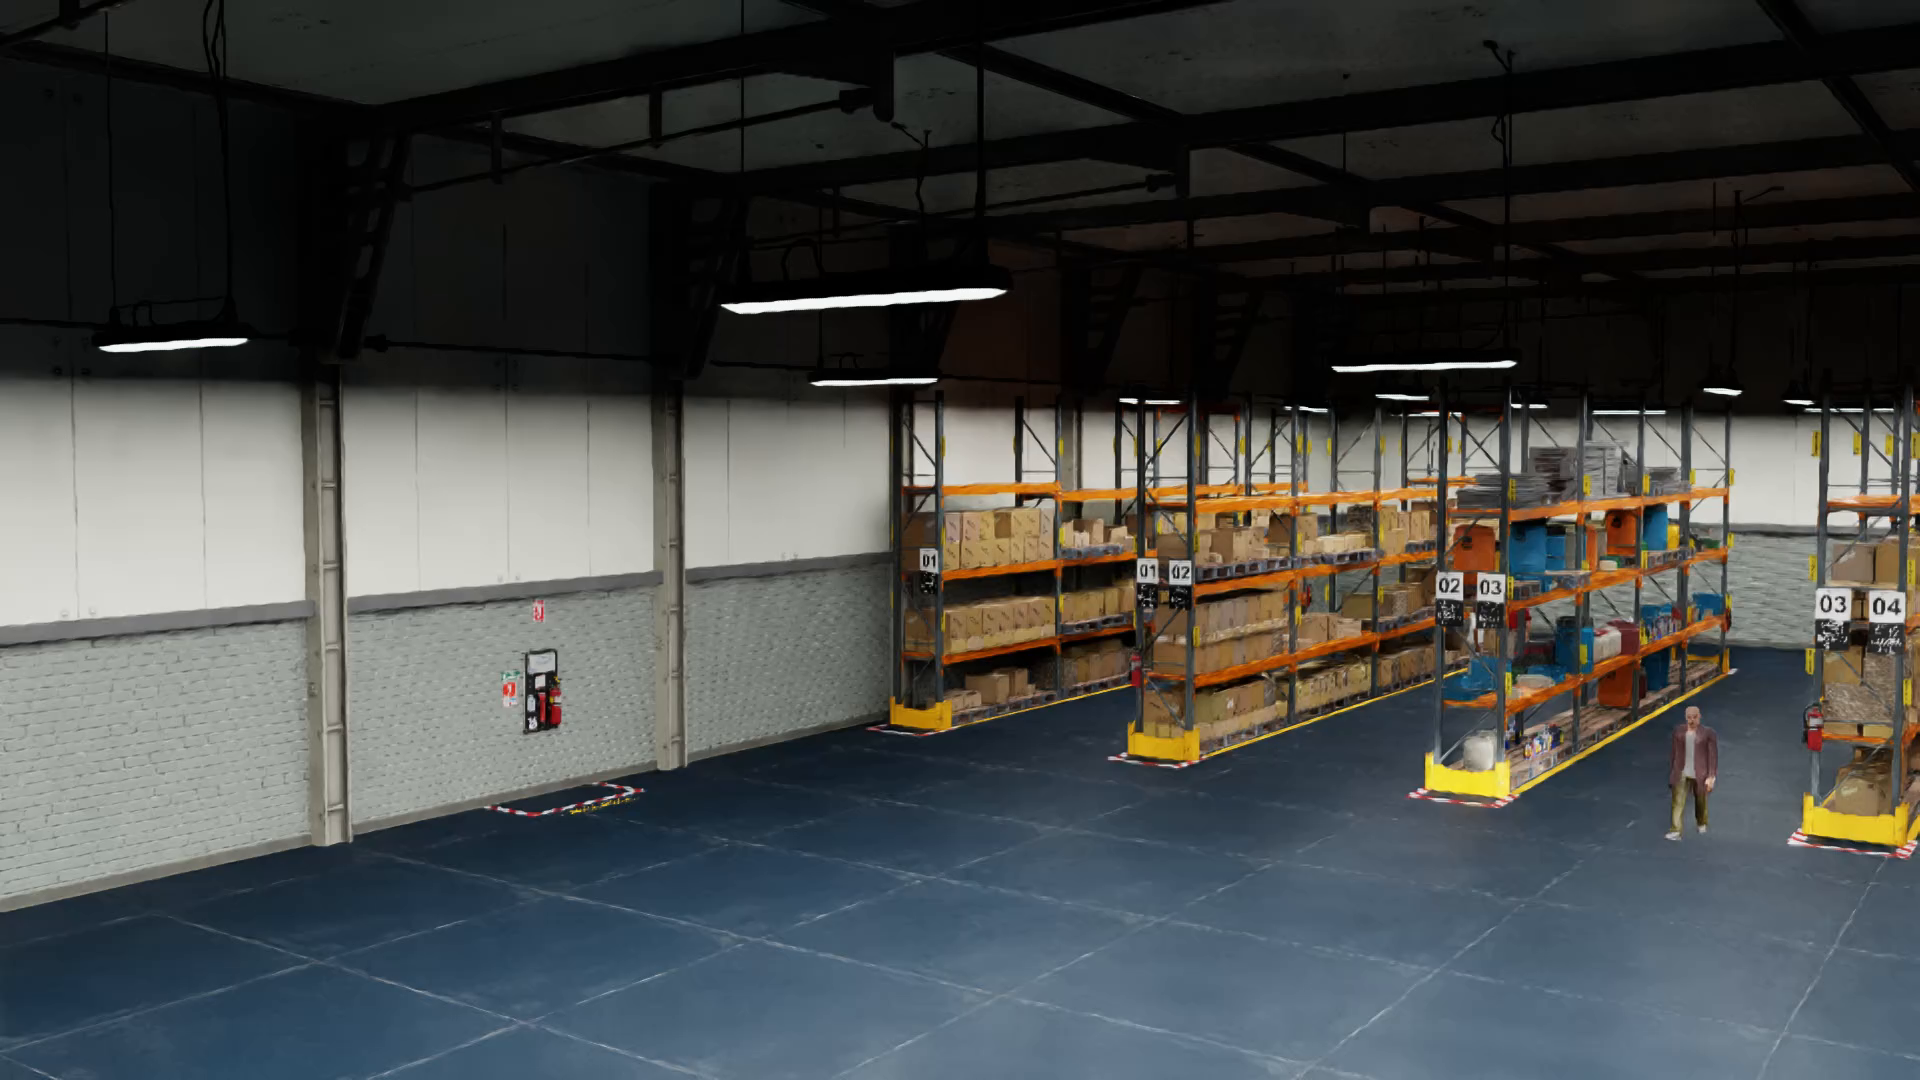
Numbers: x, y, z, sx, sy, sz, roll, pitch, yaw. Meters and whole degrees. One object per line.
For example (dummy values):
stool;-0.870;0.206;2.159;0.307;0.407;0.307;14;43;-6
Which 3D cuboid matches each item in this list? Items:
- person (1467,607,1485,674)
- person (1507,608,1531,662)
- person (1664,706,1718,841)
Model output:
person;10.884;2.135;34.899;0.465;1.771;0.645;1;3;17
person;12.458;2.075;37.103;0.556;1.669;1.022;2;4;34
person;9.300;2.944;21.116;0.588;1.700;1.193;2;4;33
